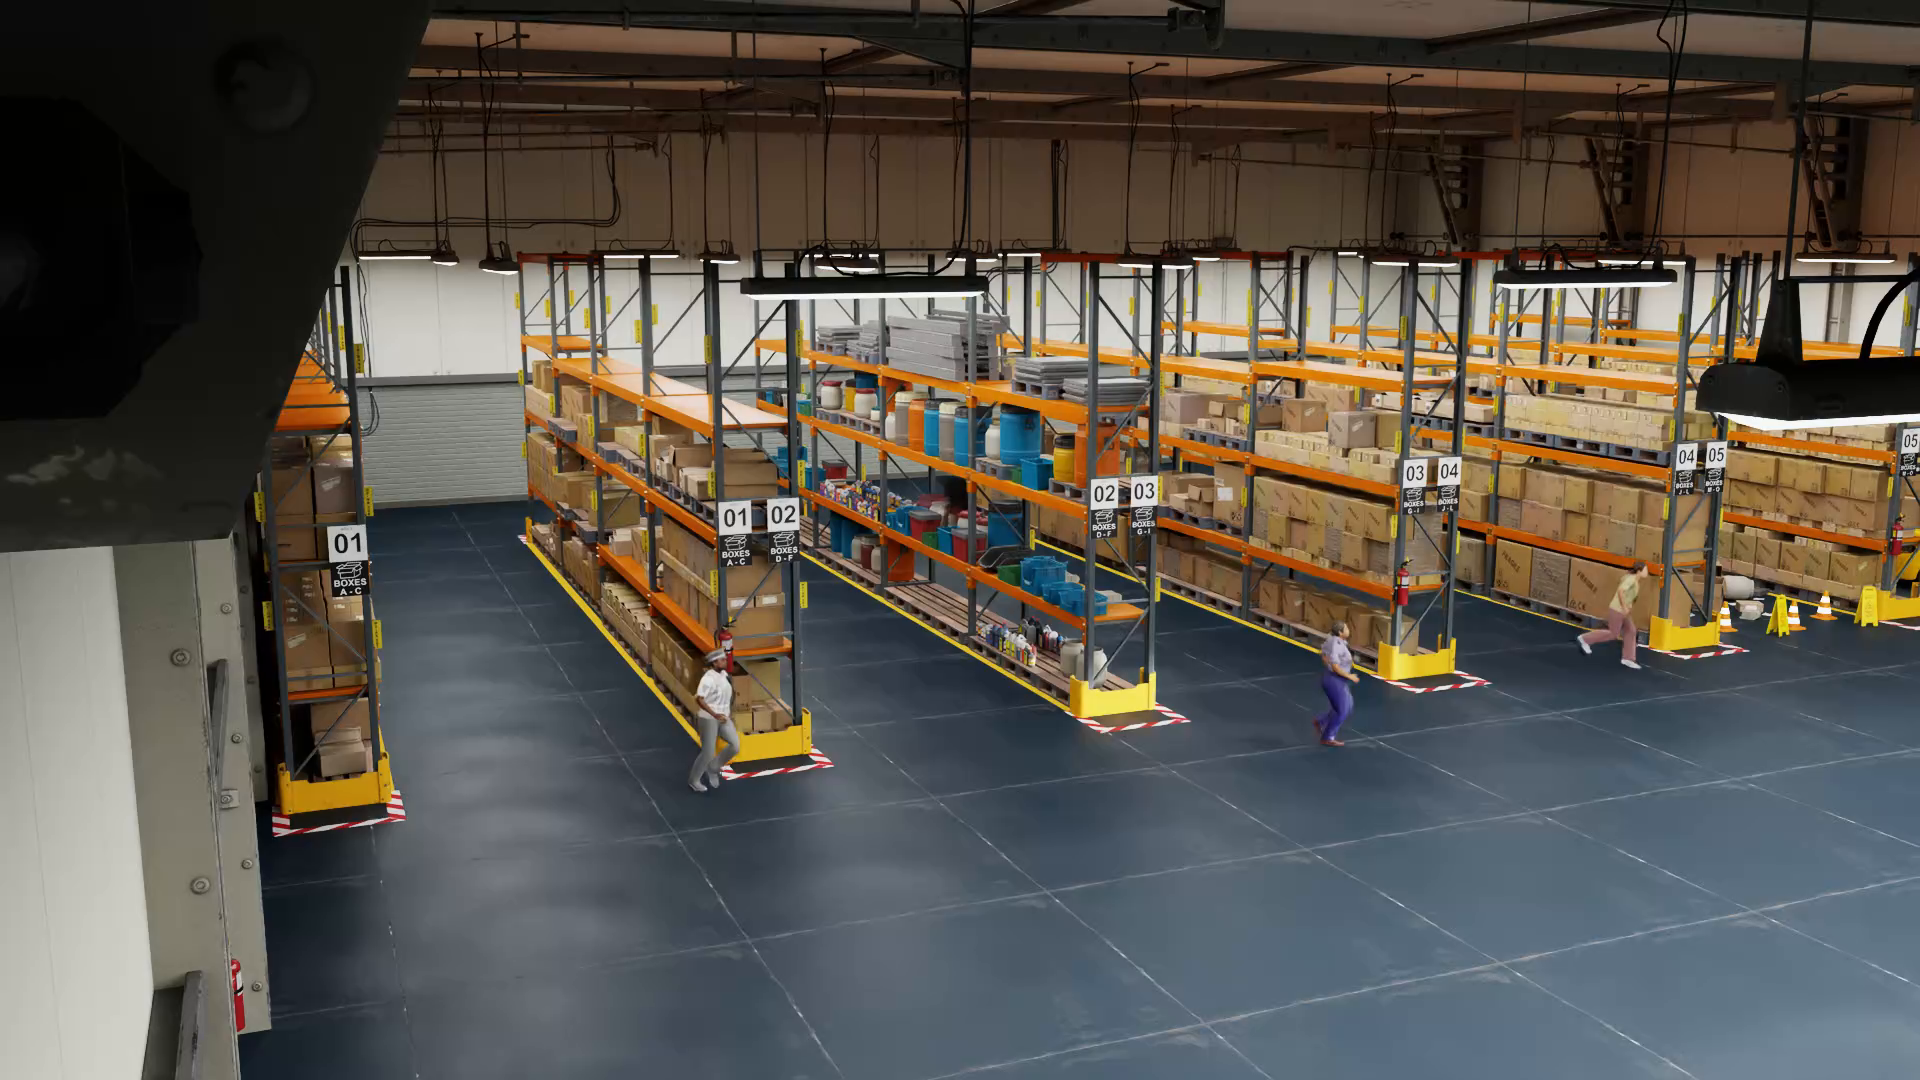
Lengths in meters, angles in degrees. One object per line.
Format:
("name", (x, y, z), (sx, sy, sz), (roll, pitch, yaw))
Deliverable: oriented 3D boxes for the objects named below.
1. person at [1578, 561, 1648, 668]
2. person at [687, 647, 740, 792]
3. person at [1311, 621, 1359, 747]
("person", (9.735, 1.081, 24.811), (0.919, 1.625, 0.590), (4, 11, 21))
("person", (-2.800, 2.055, 19.241), (0.590, 1.643, 0.638), (6, 12, 29))
("person", (4.697, 1.799, 20.789), (0.548, 1.606, 0.609), (1, 10, 7))
